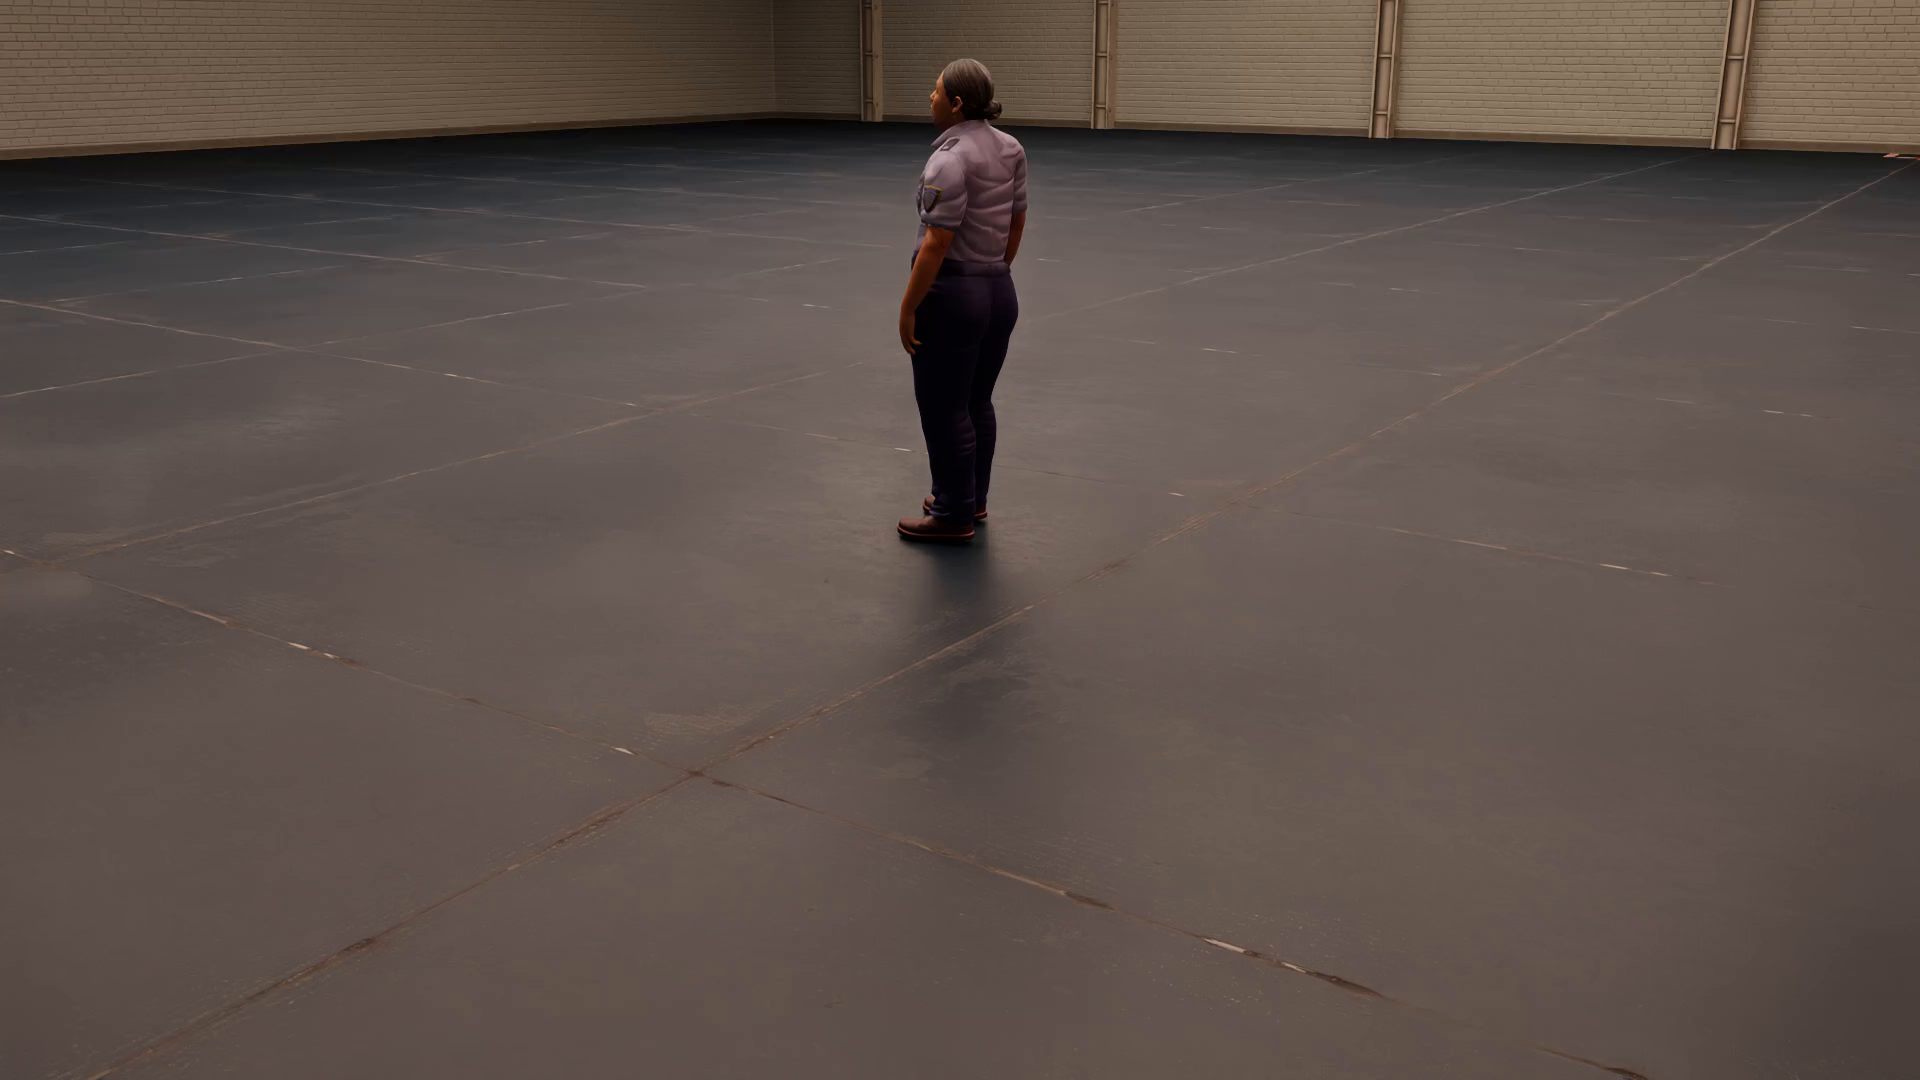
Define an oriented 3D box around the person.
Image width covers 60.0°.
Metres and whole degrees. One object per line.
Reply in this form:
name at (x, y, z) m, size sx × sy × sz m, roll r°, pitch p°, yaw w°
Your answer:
person at (-0.061, -0.812, 5.779) m, size 0.502 × 1.643 × 0.598 m, roll 11°, pitch 20°, yaw 33°
